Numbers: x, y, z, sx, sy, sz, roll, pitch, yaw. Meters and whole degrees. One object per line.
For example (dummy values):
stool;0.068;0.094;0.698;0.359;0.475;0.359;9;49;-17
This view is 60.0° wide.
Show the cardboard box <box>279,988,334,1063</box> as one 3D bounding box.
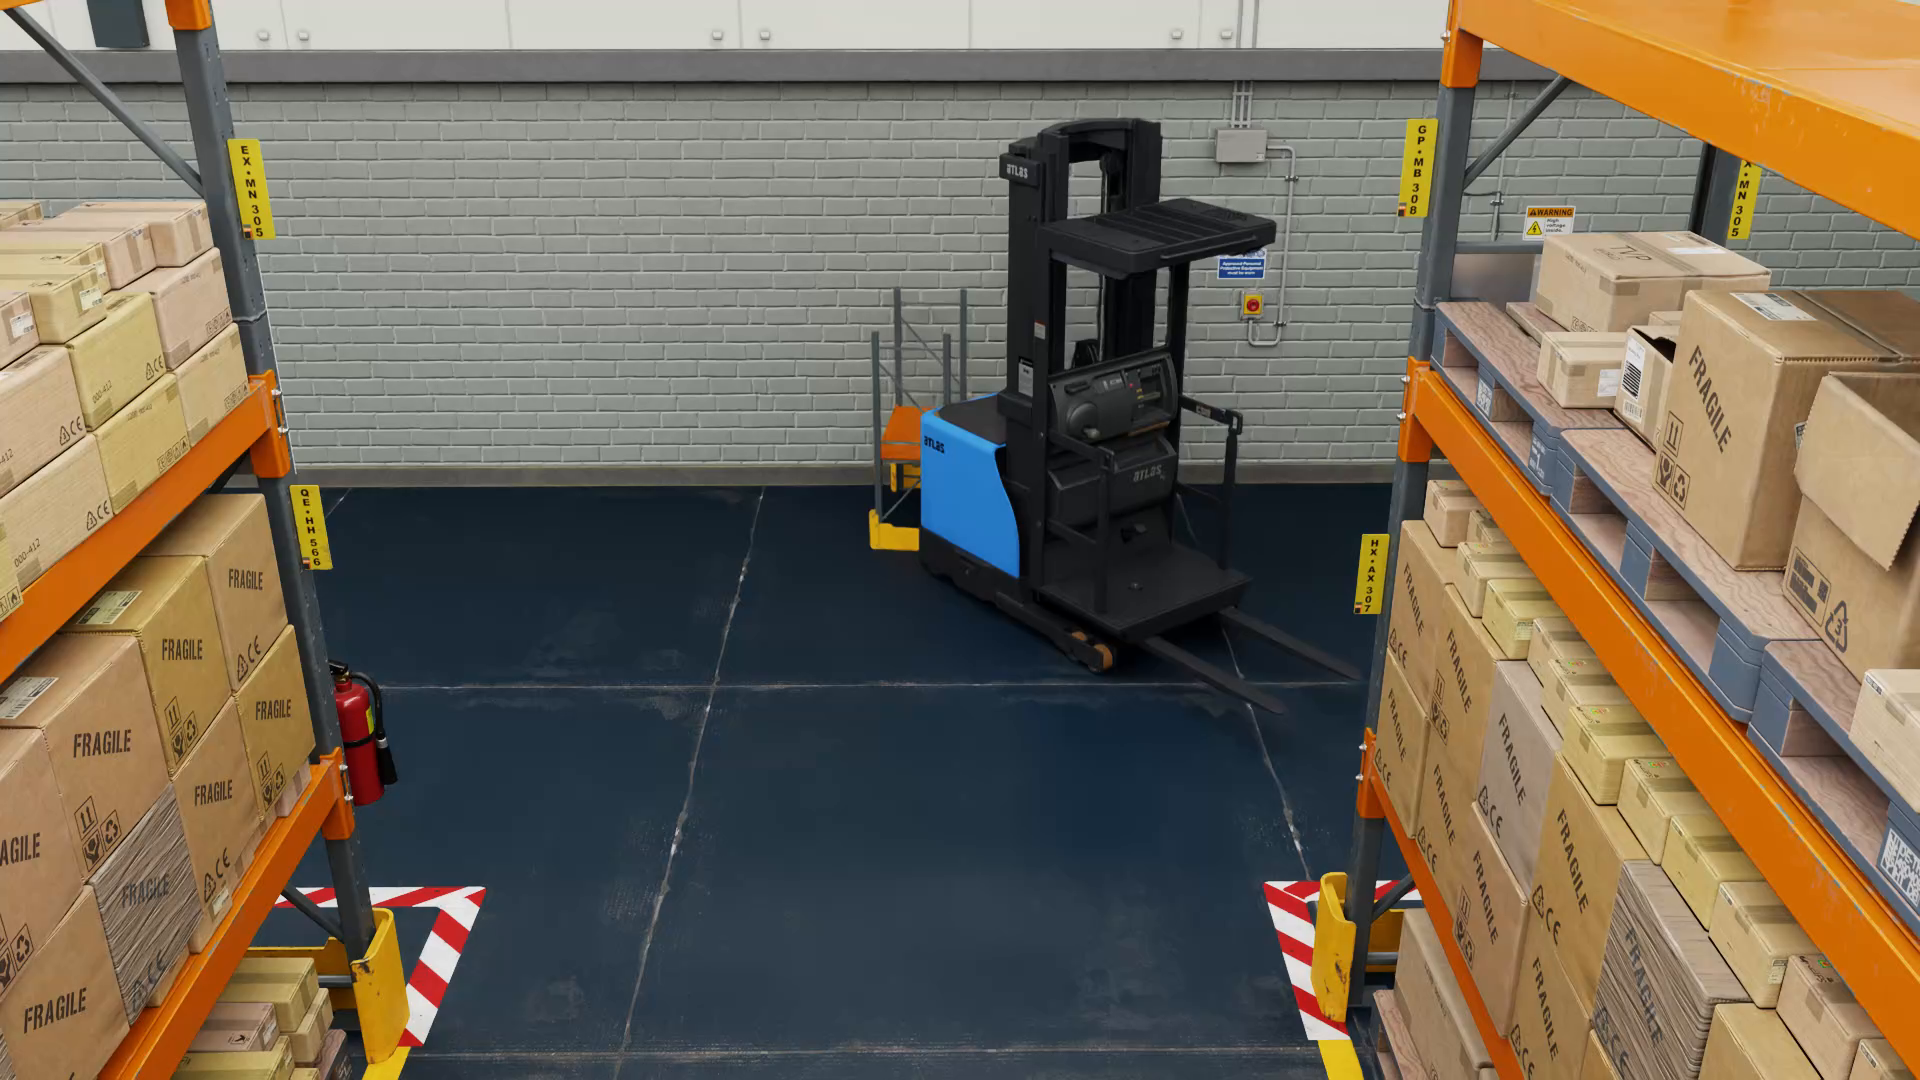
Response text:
cardboard box;-2.573;1.811;6.195;0.380;0.149;0.250;-1;24;-2

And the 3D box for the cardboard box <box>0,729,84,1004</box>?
cardboard box;-2.581;0.814;4.114;0.500;0.500;0.500;-1;24;-2

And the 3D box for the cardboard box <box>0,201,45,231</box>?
cardboard box;-3.088;-0.951;5.164;0.380;0.149;0.250;0;24;-1

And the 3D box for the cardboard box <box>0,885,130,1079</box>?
cardboard box;-2.591;1.252;4.359;0.500;0.500;0.500;1;24;2

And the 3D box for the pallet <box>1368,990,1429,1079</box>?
pallet;2.172;2.158;6.222;1.003;0.211;1.213;0;24;-1

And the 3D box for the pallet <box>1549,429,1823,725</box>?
pallet;2.120;0.042;3.985;1.003;0.211;1.213;0;24;-1

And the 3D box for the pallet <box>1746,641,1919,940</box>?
pallet;2.130;0.543;2.876;1.003;0.211;1.213;0;24;-1

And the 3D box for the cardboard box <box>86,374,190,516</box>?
cardboard box;-2.581;-0.279;4.770;0.500;0.250;0.500;0;24;0

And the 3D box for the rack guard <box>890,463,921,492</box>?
rack guard;-0.206;-0.472;11.989;0.587;0.250;0.087;2;24;5

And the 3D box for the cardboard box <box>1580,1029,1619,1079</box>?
cardboard box;1.837;1.552;4.057;0.500;0.500;0.500;-1;24;-1

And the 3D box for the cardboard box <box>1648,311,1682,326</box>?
cardboard box;2.264;-0.573;4.911;0.380;0.149;0.250;-2;24;-5

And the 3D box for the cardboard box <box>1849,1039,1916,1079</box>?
cardboard box;1.920;1.073;3.116;0.380;0.149;0.250;0;24;0

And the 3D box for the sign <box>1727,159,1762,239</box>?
sign;2.628;-1.172;5.583;0.100;0.325;0.005;0;24;-1

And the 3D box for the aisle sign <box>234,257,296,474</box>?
aisle sign;-2.565;-0.593;5.767;0.394;0.787;0.004;0;24;-1

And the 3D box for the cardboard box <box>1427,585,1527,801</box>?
cardboard box;1.818;0.469;5.237;0.500;0.500;0.500;-1;24;-2

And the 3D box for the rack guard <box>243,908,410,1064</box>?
rack guard;-2.863;1.793;6.679;1.175;0.500;0.348;0;24;-1

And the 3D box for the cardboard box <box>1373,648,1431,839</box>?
cardboard box;1.803;0.712;5.914;0.500;0.500;0.500;0;24;-1

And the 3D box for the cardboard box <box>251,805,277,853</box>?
cardboard box;-2.612;0.973;5.764;0.380;0.149;0.250;0;24;-1

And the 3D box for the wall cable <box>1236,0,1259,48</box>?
wall cable;1.741;-4.517;10.318;0.463;3.000;0.029;0;24;-1

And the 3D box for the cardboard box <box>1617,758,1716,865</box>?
cardboard box;1.838;0.656;4.037;0.380;0.149;0.250;0;24;-1

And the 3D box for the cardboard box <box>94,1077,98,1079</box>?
cardboard box;-2.632;1.511;4.575;0.380;0.149;0.250;0;24;0

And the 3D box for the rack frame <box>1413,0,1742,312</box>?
rack frame;2.085;-2.175;5.139;1.000;3.000;0.127;0;24;-1

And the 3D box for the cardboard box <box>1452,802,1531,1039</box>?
cardboard box;1.824;1.130;4.990;0.500;0.500;0.500;0;24;-1

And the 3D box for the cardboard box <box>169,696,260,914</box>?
cardboard box;-2.601;0.838;5.275;0.500;0.500;0.500;-1;24;-1

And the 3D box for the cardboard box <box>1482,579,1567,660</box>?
cardboard box;1.795;0.233;4.973;0.380;0.149;0.250;-1;24;-2

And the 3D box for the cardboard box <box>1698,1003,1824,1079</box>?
cardboard box;1.850;1.303;3.393;0.500;0.500;0.500;-1;24;-1

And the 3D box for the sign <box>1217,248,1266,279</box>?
sign;1.951;-1.913;11.512;0.327;0.218;0.001;0;24;-1

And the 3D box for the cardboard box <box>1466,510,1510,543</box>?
cardboard box;1.886;0.017;5.450;0.380;0.149;0.250;0;24;1

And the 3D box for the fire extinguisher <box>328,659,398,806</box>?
fire extinguisher;-2.405;0.722;6.560;0.296;0.674;0.183;0;24;-1

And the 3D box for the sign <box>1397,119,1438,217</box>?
sign;1.530;-1.242;5.560;0.100;0.325;0.005;0;24;-1

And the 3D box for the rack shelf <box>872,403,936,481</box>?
rack shelf;-0.258;-0.669;11.346;0.538;0.185;1.000;2;24;5

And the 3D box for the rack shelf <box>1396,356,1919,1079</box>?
rack shelf;2.107;0.344;4.083;1.077;0.370;4.000;0;24;-1

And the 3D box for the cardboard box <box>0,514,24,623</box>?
cardboard box;-2.564;0.144;3.833;0.500;0.250;0.500;1;24;2

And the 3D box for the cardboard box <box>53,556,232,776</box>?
cardboard box;-2.605;0.382;5.069;0.500;0.500;0.500;-1;24;-2

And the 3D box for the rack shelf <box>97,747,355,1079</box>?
rack shelf;-2.842;1.774;4.560;1.077;0.370;4.000;0;24;-1

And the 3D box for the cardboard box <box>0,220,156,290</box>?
cardboard box;-2.640;-0.848;4.936;0.380;0.149;0.250;0;24;0

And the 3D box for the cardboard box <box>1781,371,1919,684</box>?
cardboard box;2.082;0.001;3.212;0.797;0.503;0.637;2;24;4

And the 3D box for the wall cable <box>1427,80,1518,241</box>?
wall cable;3.418;-2.239;11.327;0.588;1.984;0.122;0;24;-1

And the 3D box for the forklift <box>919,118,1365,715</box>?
forklift;1.026;-0.800;9.462;1.130;2.935;3.031;-17;30;-34

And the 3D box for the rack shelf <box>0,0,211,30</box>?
rack shelf;-2.842;-0.957;3.324;1.077;0.370;4.000;0;24;-1

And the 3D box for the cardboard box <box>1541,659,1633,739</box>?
cardboard box;1.811;0.444;4.506;0.380;0.149;0.250;0;24;0

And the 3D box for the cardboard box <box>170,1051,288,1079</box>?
cardboard box;-2.529;1.886;5.668;0.380;0.149;0.250;-1;24;-2

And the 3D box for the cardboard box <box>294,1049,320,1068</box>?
cardboard box;-2.650;1.946;6.257;0.380;0.149;0.250;0;24;0

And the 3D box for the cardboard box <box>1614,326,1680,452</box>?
cardboard box;2.051;-0.387;4.304;0.500;0.311;0.500;0;24;0

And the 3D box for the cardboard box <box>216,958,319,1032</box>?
cardboard box;-2.605;1.676;6.132;0.380;0.149;0.250;0;24;0

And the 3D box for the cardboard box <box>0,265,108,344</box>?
cardboard box;-2.547;-0.633;4.462;0.380;0.149;0.250;0;24;0

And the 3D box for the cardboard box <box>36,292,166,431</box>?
cardboard box;-2.598;-0.504;4.660;0.500;0.250;0.500;-1;24;-2

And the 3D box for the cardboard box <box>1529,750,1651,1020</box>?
cardboard box;1.838;0.887;4.314;0.500;0.500;0.500;0;24;0

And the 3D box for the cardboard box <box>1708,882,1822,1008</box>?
cardboard box;1.860;0.866;3.574;0.380;0.149;0.250;0;24;-1

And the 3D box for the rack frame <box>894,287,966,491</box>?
rack frame;-0.206;-1.042;11.733;0.500;1.500;0.032;2;24;5

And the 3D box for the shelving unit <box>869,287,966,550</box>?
shelving unit;-0.257;-0.837;11.280;0.587;1.500;1.083;2;24;5

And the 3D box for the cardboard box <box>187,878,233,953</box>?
cardboard box;-2.569;1.181;5.304;0.380;0.149;0.250;0;24;1

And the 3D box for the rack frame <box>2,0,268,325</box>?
rack frame;-2.864;-2.111;4.997;1.000;3.000;0.127;0;24;-1

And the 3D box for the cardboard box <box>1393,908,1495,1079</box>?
cardboard box;2.192;1.806;6.216;0.875;0.438;0.875;-1;24;-2
